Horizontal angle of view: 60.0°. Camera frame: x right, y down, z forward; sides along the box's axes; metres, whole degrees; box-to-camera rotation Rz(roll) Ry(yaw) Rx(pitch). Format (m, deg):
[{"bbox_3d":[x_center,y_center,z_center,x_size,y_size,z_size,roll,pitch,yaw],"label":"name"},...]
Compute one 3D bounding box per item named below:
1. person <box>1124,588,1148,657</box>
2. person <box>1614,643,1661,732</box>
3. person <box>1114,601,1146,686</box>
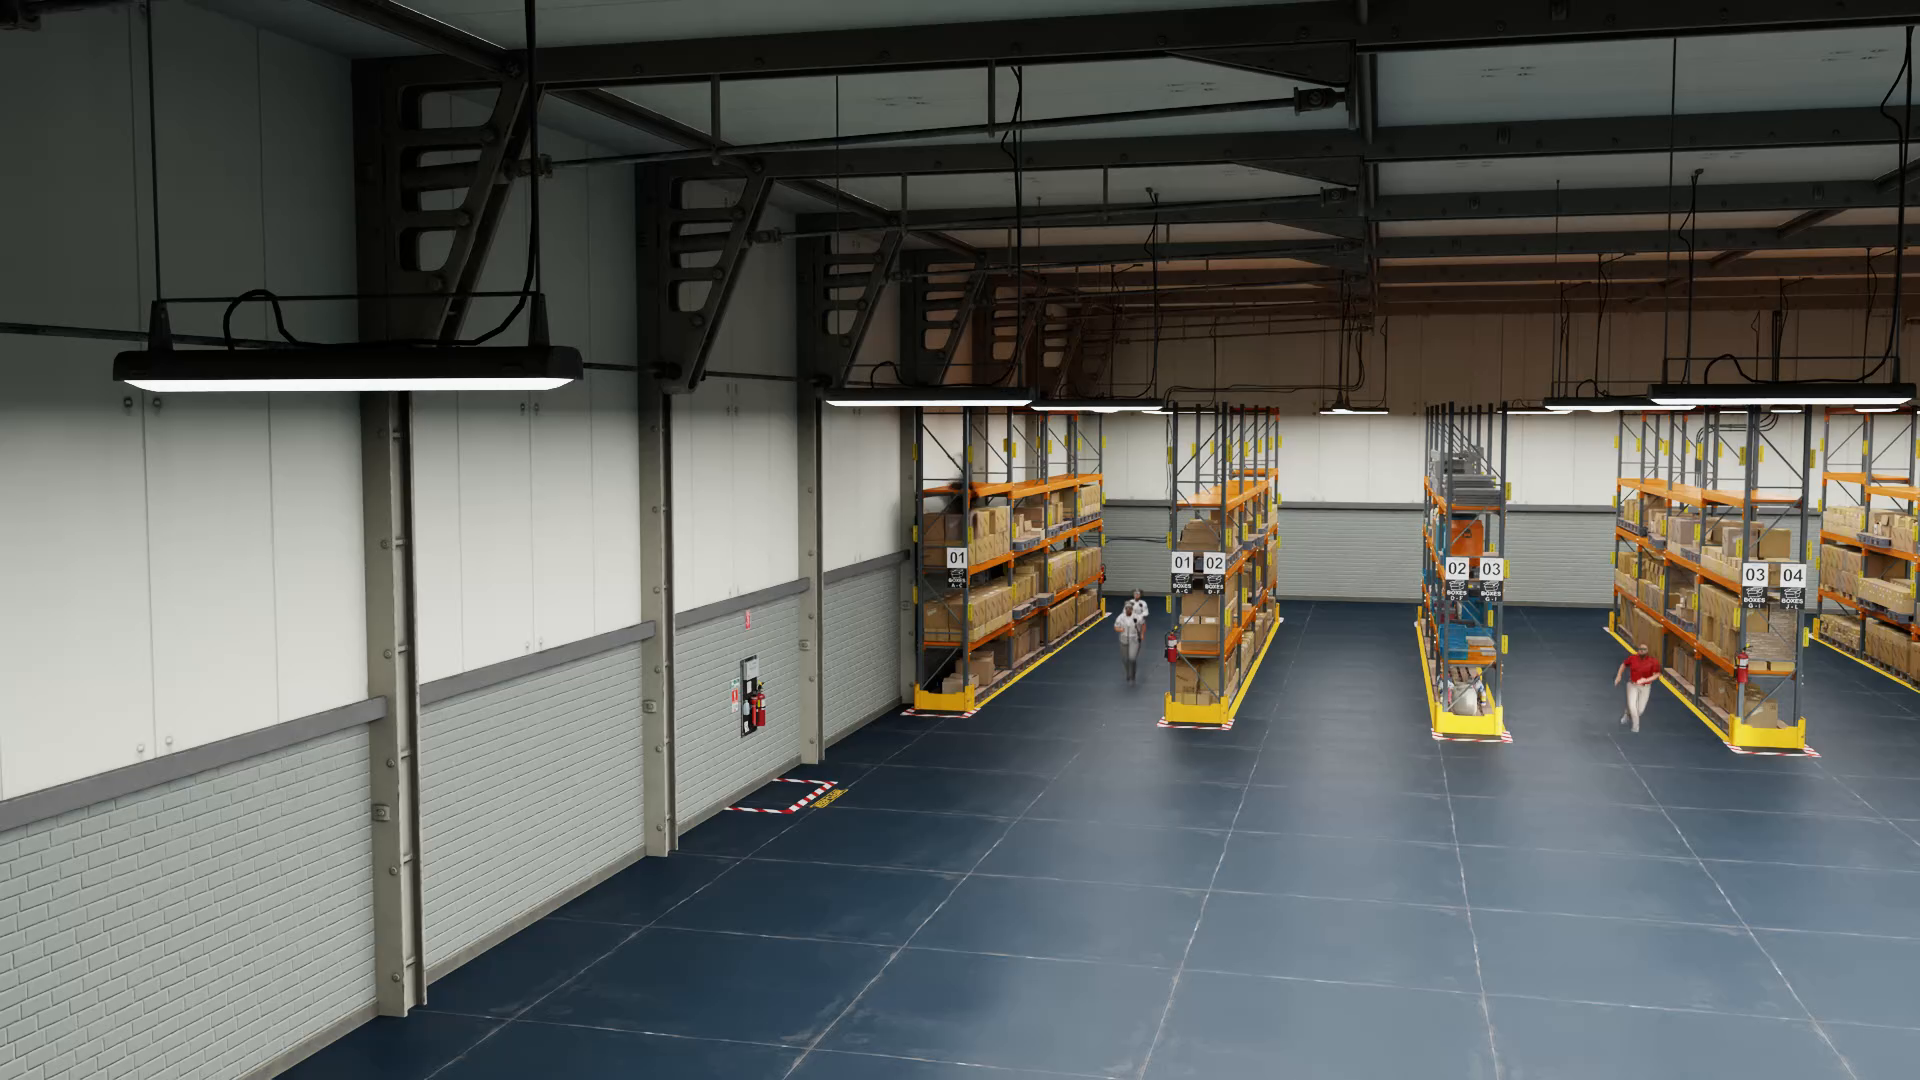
[{"bbox_3d":[4.143,1.991,39.143,0.573,1.718,0.685,0,4,4],"label":"person"},{"bbox_3d":[12.371,2.688,30.379,0.779,1.658,0.621,1,4,19],"label":"person"},{"bbox_3d":[3.632,2.218,35.670,0.638,1.834,0.853,1,4,17],"label":"person"}]
